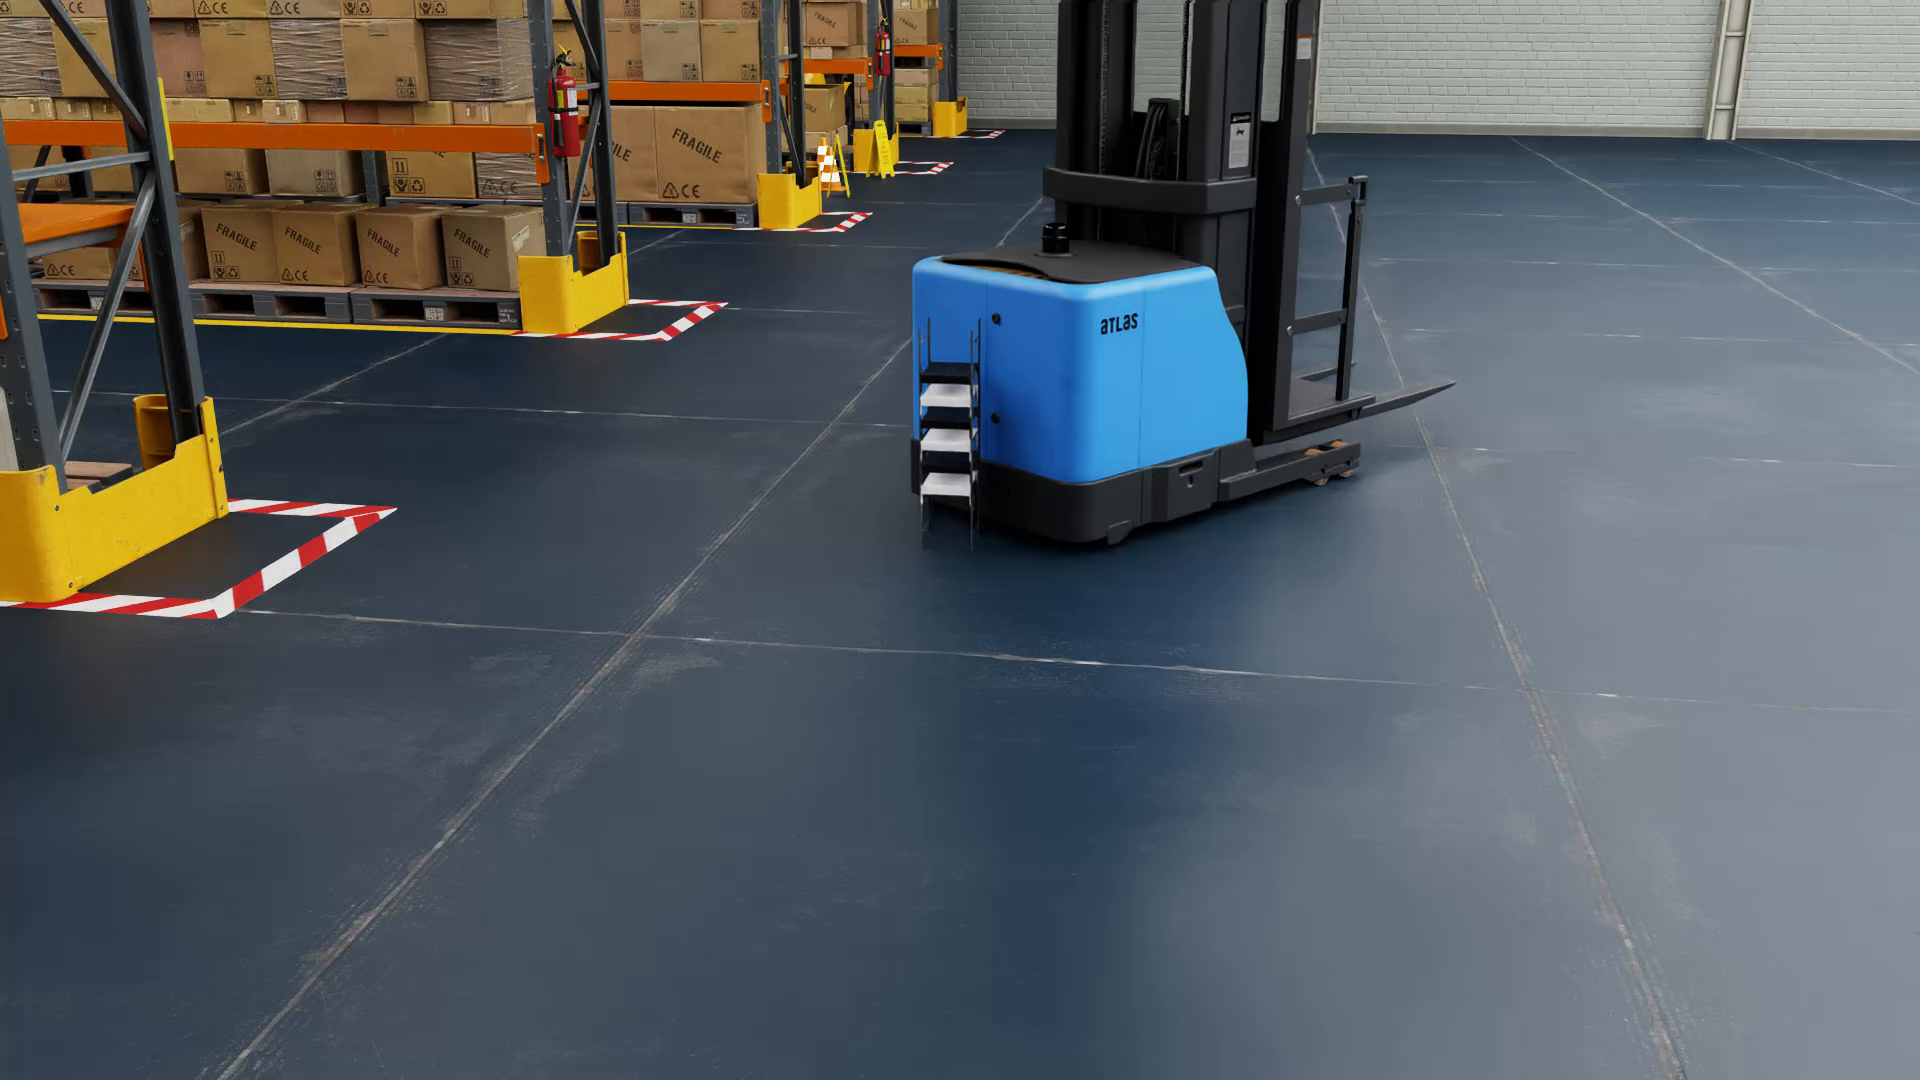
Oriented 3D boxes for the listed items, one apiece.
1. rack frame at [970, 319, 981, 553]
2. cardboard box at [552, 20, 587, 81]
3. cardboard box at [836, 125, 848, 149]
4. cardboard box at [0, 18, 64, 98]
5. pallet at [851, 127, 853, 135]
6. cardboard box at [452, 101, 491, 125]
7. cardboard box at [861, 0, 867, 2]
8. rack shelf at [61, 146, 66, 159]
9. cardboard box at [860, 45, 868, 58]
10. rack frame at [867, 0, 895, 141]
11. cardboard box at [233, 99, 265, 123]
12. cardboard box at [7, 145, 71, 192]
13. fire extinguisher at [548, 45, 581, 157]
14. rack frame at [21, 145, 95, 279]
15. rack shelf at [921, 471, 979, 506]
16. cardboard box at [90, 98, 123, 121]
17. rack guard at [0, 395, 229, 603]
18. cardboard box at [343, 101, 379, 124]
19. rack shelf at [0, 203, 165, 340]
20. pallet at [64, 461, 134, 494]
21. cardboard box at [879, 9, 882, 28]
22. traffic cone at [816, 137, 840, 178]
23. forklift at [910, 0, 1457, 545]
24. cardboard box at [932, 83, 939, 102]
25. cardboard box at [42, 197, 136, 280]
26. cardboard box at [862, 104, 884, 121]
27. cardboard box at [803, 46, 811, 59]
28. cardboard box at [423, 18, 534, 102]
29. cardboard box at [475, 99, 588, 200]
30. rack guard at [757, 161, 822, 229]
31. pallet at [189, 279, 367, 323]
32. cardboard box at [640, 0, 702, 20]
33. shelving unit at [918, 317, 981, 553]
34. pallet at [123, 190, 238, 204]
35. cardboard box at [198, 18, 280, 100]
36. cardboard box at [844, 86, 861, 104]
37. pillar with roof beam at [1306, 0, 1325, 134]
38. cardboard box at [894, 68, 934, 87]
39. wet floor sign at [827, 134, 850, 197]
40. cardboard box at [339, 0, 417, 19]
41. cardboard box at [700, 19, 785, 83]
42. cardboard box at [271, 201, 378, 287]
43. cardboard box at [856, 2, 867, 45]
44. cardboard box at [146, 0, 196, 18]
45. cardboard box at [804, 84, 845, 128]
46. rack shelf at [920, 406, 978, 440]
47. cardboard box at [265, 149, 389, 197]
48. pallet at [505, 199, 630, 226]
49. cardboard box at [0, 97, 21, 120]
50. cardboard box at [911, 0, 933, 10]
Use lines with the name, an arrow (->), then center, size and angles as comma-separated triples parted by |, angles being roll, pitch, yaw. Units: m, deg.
rack frame -> 0.061, -0.413, 6.620 | 0.006, 0.900, 0.240 | 3, 19, 8
cardboard box -> -3.626, -4.668, 15.790 | 0.500, 0.550, 0.875 | 3, 19, 9
cardboard box -> -1.710, -5.068, 20.895 | 0.500, 0.250, 0.500 | 3, 19, 8
cardboard box -> -6.044, -3.289, 11.279 | 0.500, 0.500, 0.875 | 3, 19, 9
pallet -> -2.137, -6.366, 25.497 | 1.213, 0.211, 1.003 | 3, 19, 9
cardboard box -> -3.091, -2.785, 10.794 | 0.250, 0.149, 0.380 | 3, 19, 9
cardboard box -> -1.307, -7.938, 24.619 | 0.250, 0.149, 0.380 | 3, 19, 8
rack shelf -> -8.454, -2.902, 11.883 | 4.000, 0.370, 1.077 | 3, 19, 9
cardboard box -> -1.260, -6.009, 20.430 | 0.250, 0.149, 0.380 | 3, 19, 9
rack frame -> -0.958, -6.046, 20.145 | 0.127, 3.000, 1.000 | 3, 19, 9
cardboard box -> -4.577, -2.849, 10.985 | 0.250, 0.149, 0.380 | 3, 19, 9
cardboard box -> -8.955, -3.966, 16.813 | 0.750, 0.750, 1.050 | 3, 19, 8
fire extinguisher -> -2.490, -2.754, 10.430 | 0.183, 0.674, 0.296 | 3, 19, 9
rack frame -> -6.479, -3.143, 11.468 | 0.127, 3.000, 1.000 | 3, 19, 9
rack shelf -> -0.039, -0.216, 6.702 | 0.200, 0.077, 0.258 | 3, 19, 8
cardboard box -> -5.570, -2.888, 11.103 | 0.250, 0.149, 0.380 | 3, 19, 9
rack guard -> -3.398, -0.193, 6.593 | 0.348, 0.500, 1.175 | 3, 19, 9
cardboard box -> -3.830, -2.824, 10.912 | 0.250, 0.149, 0.380 | 3, 19, 9
rack shelf -> -5.290, -1.149, 6.644 | 4.000, 0.370, 1.077 | 3, 19, 9
pallet -> -4.199, -0.099, 6.766 | 1.213, 0.211, 1.003 | 3, 19, 9
cardboard box -> -1.212, -7.620, 24.692 | 0.500, 0.500, 0.500 | 4, 19, 10
traffic cone -> -1.587, -4.460, 19.404 | 0.334, 0.463, 0.336 | 3, 19, 9
forklift -> 1.211, -1.744, 7.397 | 3.031, 2.935, 1.130 | -16, 24, -40
cardboard box -> -0.605, -6.822, 25.349 | 0.500, 0.250, 0.500 | 3, 19, 10
cardboard box -> -6.090, -2.124, 11.700 | 0.500, 0.500, 0.500 | 2, 19, 7
cardboard box -> -1.178, -6.449, 25.021 | 0.500, 0.250, 0.500 | 3, 19, 9
cardboard box -> -1.878, -5.876, 20.034 | 0.250, 0.149, 0.380 | 3, 19, 8
cardboard box -> -3.068, -3.166, 10.911 | 0.500, 0.500, 0.875 | 3, 19, 9
cardboard box -> -4.092, -3.785, 16.075 | 0.875, 0.875, 0.875 | 3, 19, 9
rack guard -> -1.619, -3.303, 15.888 | 0.348, 0.500, 1.175 | 3, 19, 9
pallet -> -4.602, -1.737, 11.661 | 1.213, 0.211, 1.003 | 3, 19, 9
cardboard box -> -2.561, -5.103, 15.388 | 0.550, 0.550, 0.875 | 3, 19, 9
shelving unit -> -0.039, -0.418, 6.634 | 0.210, 0.900, 0.258 | 3, 19, 8
pallet -> -7.574, -3.445, 16.766 | 1.213, 0.211, 1.003 | 3, 19, 9
cardboard box -> -4.560, -3.221, 11.076 | 0.500, 0.500, 0.875 | 3, 19, 9
cardboard box -> -1.711, -6.708, 25.008 | 0.500, 0.250, 0.500 | 2, 19, 7
pillar with roof beam -> 4.523, -9.113, 19.857 | 0.400, 9.000, 9.100 | 3, 19, 9
cardboard box -> -0.678, -6.896, 24.781 | 0.500, 0.250, 0.500 | 4, 19, 10
wet floor sign -> -1.300, -3.992, 17.718 | 0.232, 0.644, 0.267 | 0, 19, -1
cardboard box -> -3.606, -3.577, 10.566 | 0.500, 0.500, 0.500 | 3, 19, 9
cardboard box -> -2.017, -4.566, 15.485 | 0.550, 0.550, 0.875 | 3, 19, 9
cardboard box -> -4.354, -2.048, 11.475 | 0.500, 0.500, 0.500 | 5, 19, 14
cardboard box -> -1.381, -6.345, 20.413 | 0.500, 0.500, 0.500 | 3, 19, 8
cardboard box -> -5.088, -3.653, 10.791 | 0.500, 0.500, 0.500 | 3, 19, 9
cardboard box -> -1.734, -5.425, 20.779 | 0.500, 0.500, 0.500 | 2, 19, 7
rack shelf -> -0.039, -0.472, 6.616 | 0.200, 0.077, 0.258 | 3, 19, 8
cardboard box -> -6.220, -3.827, 16.396 | 0.750, 0.750, 1.050 | 3, 19, 8
pallet -> -3.646, -3.245, 16.170 | 1.213, 0.211, 1.003 | 3, 19, 9
cardboard box -> -6.314, -2.918, 11.194 | 0.250, 0.149, 0.380 | 3, 19, 9
cardboard box -> -0.561, -7.886, 24.464 | 0.250, 0.149, 0.380 | 3, 19, 9
